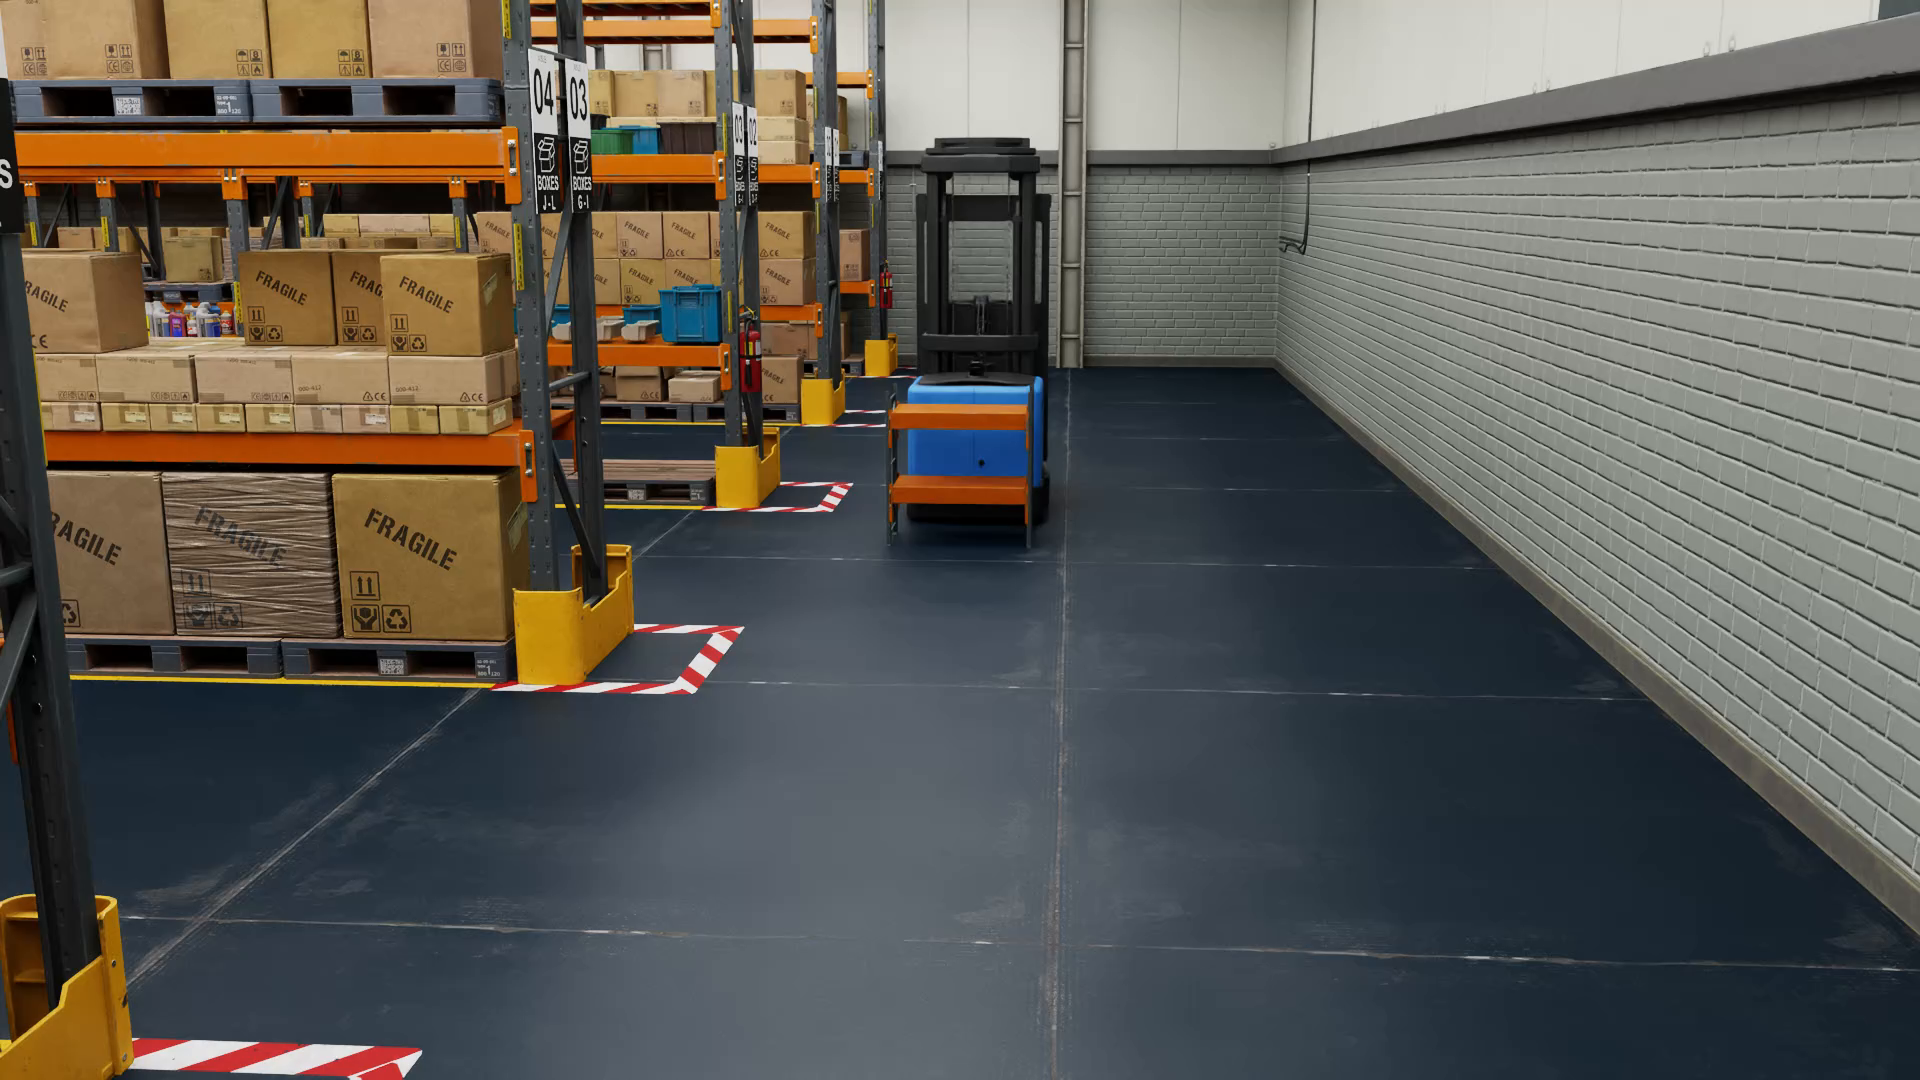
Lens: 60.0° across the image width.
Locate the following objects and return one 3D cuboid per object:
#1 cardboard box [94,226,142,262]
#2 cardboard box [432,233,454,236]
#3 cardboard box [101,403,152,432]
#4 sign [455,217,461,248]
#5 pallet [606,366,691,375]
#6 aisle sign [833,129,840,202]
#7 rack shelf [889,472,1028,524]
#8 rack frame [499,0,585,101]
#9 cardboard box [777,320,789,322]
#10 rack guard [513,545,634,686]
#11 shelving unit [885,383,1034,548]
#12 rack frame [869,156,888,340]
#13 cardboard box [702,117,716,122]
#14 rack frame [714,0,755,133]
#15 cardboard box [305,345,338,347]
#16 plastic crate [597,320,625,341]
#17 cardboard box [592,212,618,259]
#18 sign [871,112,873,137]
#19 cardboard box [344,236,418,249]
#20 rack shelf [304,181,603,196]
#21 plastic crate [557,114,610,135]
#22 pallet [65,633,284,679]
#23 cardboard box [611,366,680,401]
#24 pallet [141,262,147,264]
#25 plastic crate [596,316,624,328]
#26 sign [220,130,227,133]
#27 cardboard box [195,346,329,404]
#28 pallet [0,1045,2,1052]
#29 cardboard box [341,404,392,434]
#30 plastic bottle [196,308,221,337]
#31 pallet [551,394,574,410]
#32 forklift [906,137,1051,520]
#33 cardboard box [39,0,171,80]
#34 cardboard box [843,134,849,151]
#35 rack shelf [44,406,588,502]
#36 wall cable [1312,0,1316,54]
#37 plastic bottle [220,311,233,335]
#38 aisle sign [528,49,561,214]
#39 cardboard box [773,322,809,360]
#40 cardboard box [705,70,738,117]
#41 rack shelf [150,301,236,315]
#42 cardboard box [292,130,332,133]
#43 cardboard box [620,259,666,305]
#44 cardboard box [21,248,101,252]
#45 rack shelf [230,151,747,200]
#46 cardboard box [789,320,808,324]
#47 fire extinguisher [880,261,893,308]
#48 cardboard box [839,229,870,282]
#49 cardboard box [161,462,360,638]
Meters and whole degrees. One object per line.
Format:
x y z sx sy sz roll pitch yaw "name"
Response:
-12.052 -4.273 24.050 0.500 0.500 0.700 2 12 10 "cardboard box"
-7.119 -4.101 23.526 0.500 0.500 0.500 1 12 5 "cardboard box"
-4.298 -0.671 8.761 0.250 0.149 0.380 0 12 2 "cardboard box"
-5.494 -3.364 18.194 0.005 0.325 0.100 1 12 4 "sign"
-4.380 -2.531 23.852 1.213 0.211 1.003 1 12 4 "pallet"
-1.382 -4.187 18.609 0.004 0.787 0.394 1 12 4 "aisle sign"
0.007 -0.311 12.203 1.000 0.278 0.538 1 12 4 "rack shelf"
-2.135 -3.768 8.304 0.127 3.000 1.000 1 12 4 "rack frame"
-2.464 -3.206 23.762 0.250 0.149 0.380 1 12 4 "cardboard box"
-2.111 0.392 9.173 0.348 0.500 1.175 1 12 4 "rack guard"
0.007 -0.550 12.152 1.048 1.125 0.538 1 12 4 "shelving unit"
-1.142 -3.868 23.431 0.127 3.000 1.000 1 12 4 "rack frame"
-2.498 -4.457 18.067 0.500 0.250 0.500 1 12 4 "cardboard box"
-1.804 -4.780 13.141 0.127 3.000 1.000 1 12 4 "rack frame"
-3.616 -0.979 9.262 0.500 0.250 0.500 0 12 2 "cardboard box"
-2.918 -1.725 13.686 0.243 0.136 0.396 1 12 4 "plastic crate"
-3.981 -3.371 18.369 0.500 0.500 0.500 0 12 2 "cardboard box"
-1.192 -5.620 22.512 0.005 0.325 0.100 1 12 4 "sign"
-6.608 -3.213 19.034 0.500 0.500 0.700 3 12 13 "cardboard box"
-7.129 -5.066 23.590 4.000 0.370 1.077 1 12 4 "rack shelf"
-3.310 -3.359 13.823 0.767 0.338 0.504 1 12 4 "plastic crate"
-4.152 0.521 9.262 1.213 0.211 1.003 1 12 4 "pallet"
-3.585 -1.879 18.947 0.637 0.503 0.797 1 12 4 "cardboard box"
-12.362 -3.898 24.043 1.213 0.211 1.003 1 12 4 "pallet"
-3.020 -1.845 14.260 0.298 0.136 0.250 1 12 4 "plastic crate"
-5.834 -3.259 13.172 0.005 0.325 0.100 1 12 4 "sign"
-3.650 -0.870 8.742 0.500 0.250 0.500 0 12 2 "cardboard box"
-3.451 1.526 4.459 1.213 0.211 1.003 1 12 4 "pallet"
-3.023 -0.653 8.679 0.250 0.149 0.380 1 12 4 "cardboard box"
-6.210 -1.777 13.740 0.135 0.276 0.152 1 12 4 "plastic bottle"
-4.775 -1.536 19.094 1.213 0.211 1.003 1 12 4 "pallet"
0.204 -1.843 13.921 1.130 2.935 3.031 1 12 4 "forklift"
-4.293 -2.615 8.604 0.500 0.500 0.700 1 12 6 "cardboard box"
-1.854 -5.577 23.373 0.500 0.250 0.500 1 12 7 "cardboard box"
-4.130 -0.507 9.123 4.000 0.370 1.077 1 12 4 "rack shelf"
4.297 -7.053 19.257 0.112 2.526 3.097 1 12 4 "wall cable"
-6.382 -1.893 14.477 0.097 0.201 0.097 0 12 0 "plastic bottle"
-2.083 -2.042 8.354 0.004 0.787 0.394 1 12 4 "aisle sign"
-2.346 -2.846 23.625 0.500 0.500 0.700 1 12 4 "cardboard box"
-2.476 -4.890 18.306 0.500 0.500 0.700 1 12 4 "cardboard box"
-7.456 -2.585 19.059 4.000 0.370 1.077 1 12 4 "rack shelf"
-7.289 -4.721 18.673 0.600 0.600 0.600 0 12 2 "cardboard box"
-3.452 -2.876 18.448 0.500 0.500 0.500 1 12 3 "cardboard box"
-5.150 -1.366 9.282 0.500 0.500 0.500 1 12 4 "cardboard box"
-3.800 -2.987 13.653 4.000 0.370 1.077 1 12 4 "rack shelf"
-2.242 -3.124 23.372 0.250 0.149 0.380 1 12 5 "cardboard box"
-1.022 -3.551 23.017 0.183 0.674 0.296 1 12 4 "fire extinguisher"
-1.651 -4.019 23.424 0.700 0.700 0.980 1 12 6 "cardboard box"
-3.687 -0.002 9.116 0.875 0.875 0.875 1 12 4 "cardboard box"
